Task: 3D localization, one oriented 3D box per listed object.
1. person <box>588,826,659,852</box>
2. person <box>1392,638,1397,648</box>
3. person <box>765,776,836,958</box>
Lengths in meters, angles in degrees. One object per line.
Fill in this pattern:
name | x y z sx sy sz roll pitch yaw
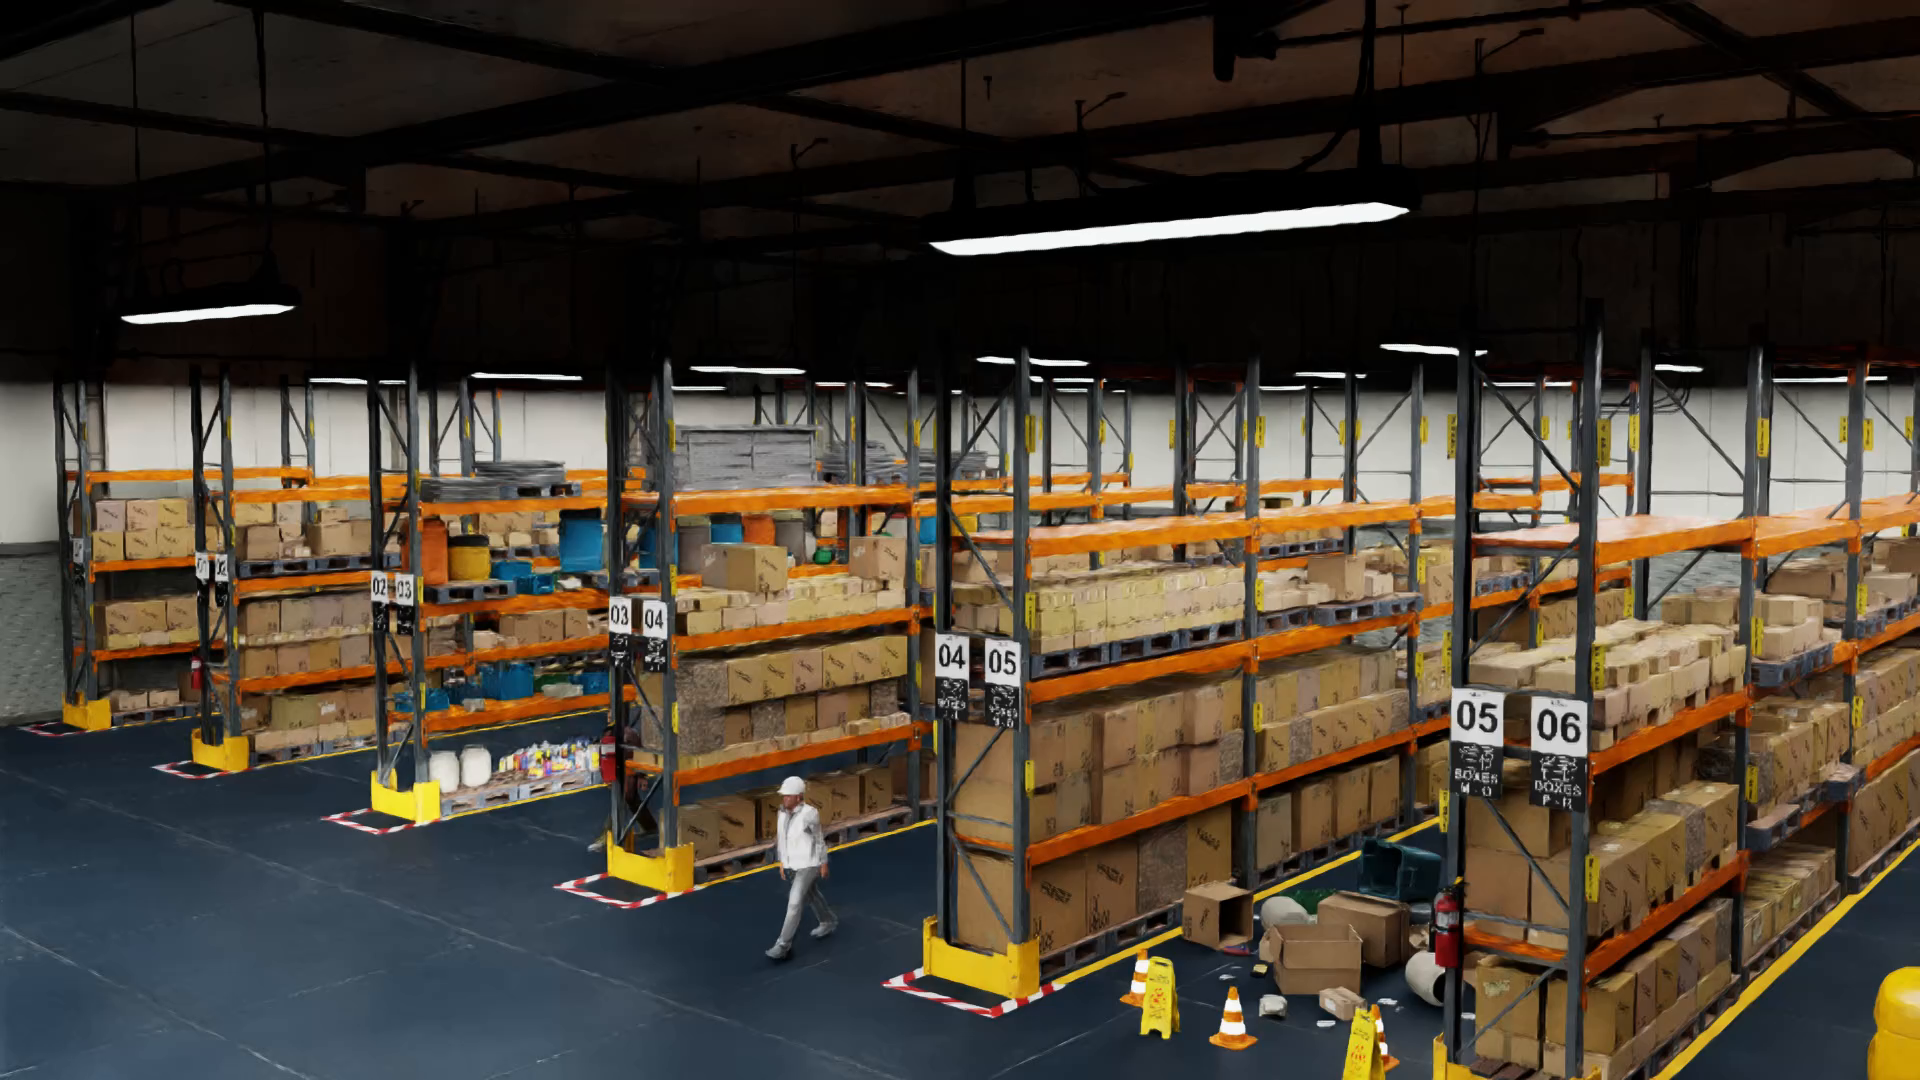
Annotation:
person | -4.116 2.969 20.107 0.524 1.453 1.193 4 6 43
person | 7.761 2.343 29.113 0.475 1.281 0.395 -2 5 -27
person | -1.586 3.135 16.210 0.518 1.700 1.104 4 6 43
